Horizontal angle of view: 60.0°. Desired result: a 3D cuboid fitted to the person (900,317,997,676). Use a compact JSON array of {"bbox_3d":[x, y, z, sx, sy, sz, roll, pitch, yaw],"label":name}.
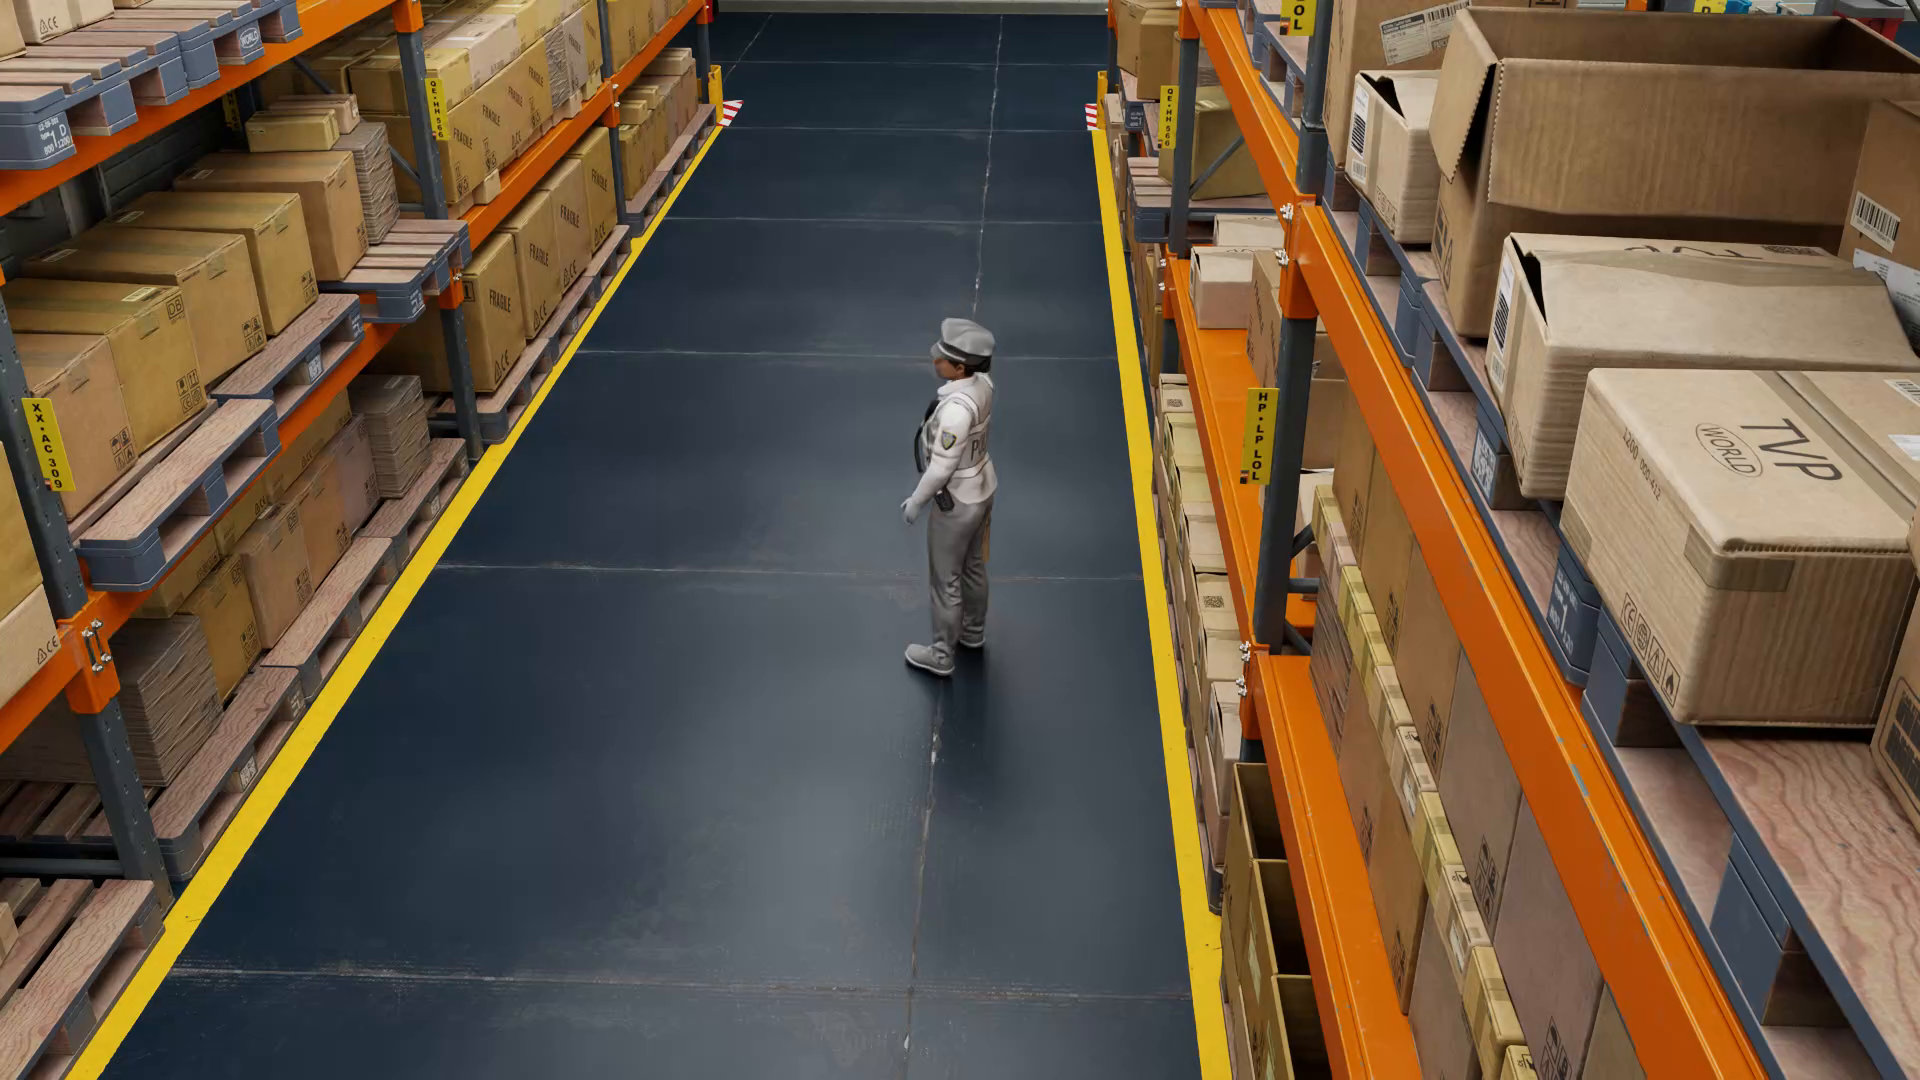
[{"bbox_3d":[-0.039,-0.193,7.417,0.415,1.697,0.534,8,29,15],"label":"person"}]
